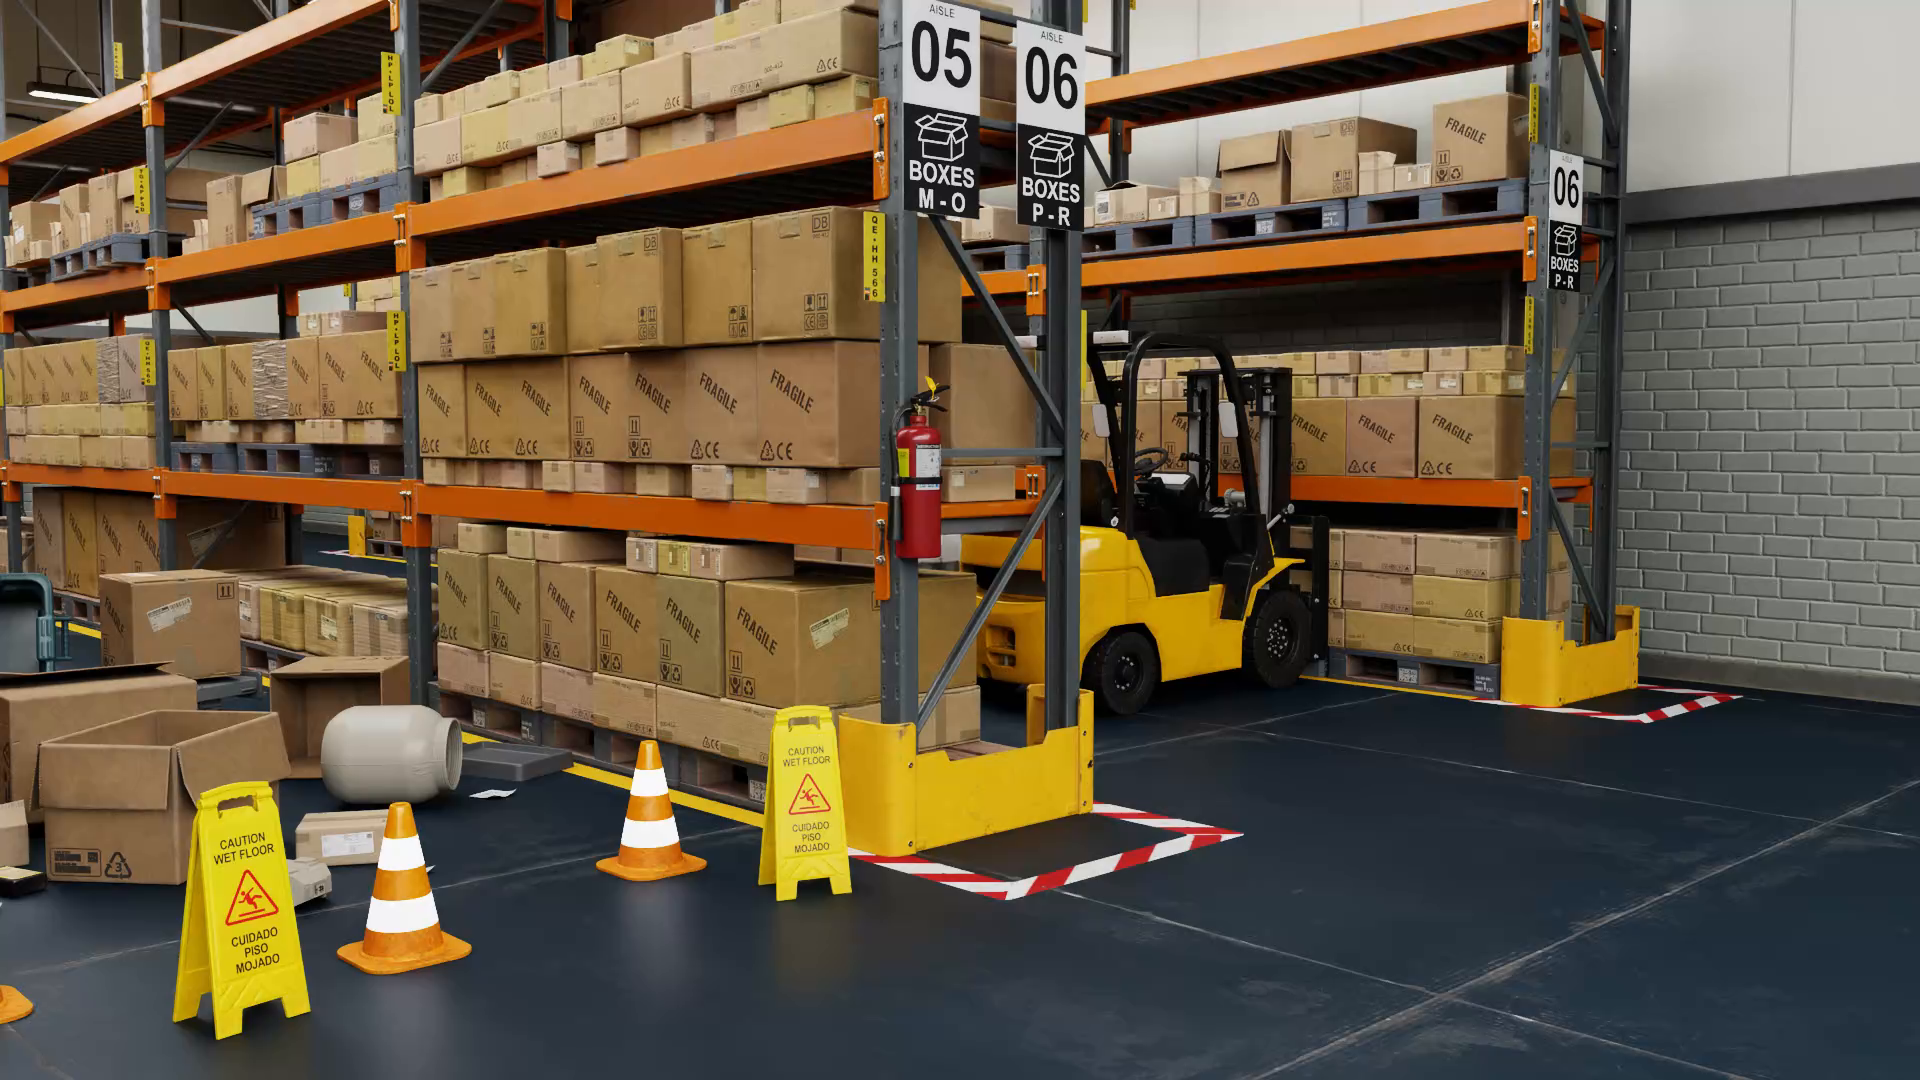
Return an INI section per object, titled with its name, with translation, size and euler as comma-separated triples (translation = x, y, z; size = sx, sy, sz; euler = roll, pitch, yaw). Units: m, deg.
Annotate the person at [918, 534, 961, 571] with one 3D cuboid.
[person]
translation = -0.266, -0.080, 11.962
size = 0.526, 1.780, 0.556
euler = -3, 5, -35
